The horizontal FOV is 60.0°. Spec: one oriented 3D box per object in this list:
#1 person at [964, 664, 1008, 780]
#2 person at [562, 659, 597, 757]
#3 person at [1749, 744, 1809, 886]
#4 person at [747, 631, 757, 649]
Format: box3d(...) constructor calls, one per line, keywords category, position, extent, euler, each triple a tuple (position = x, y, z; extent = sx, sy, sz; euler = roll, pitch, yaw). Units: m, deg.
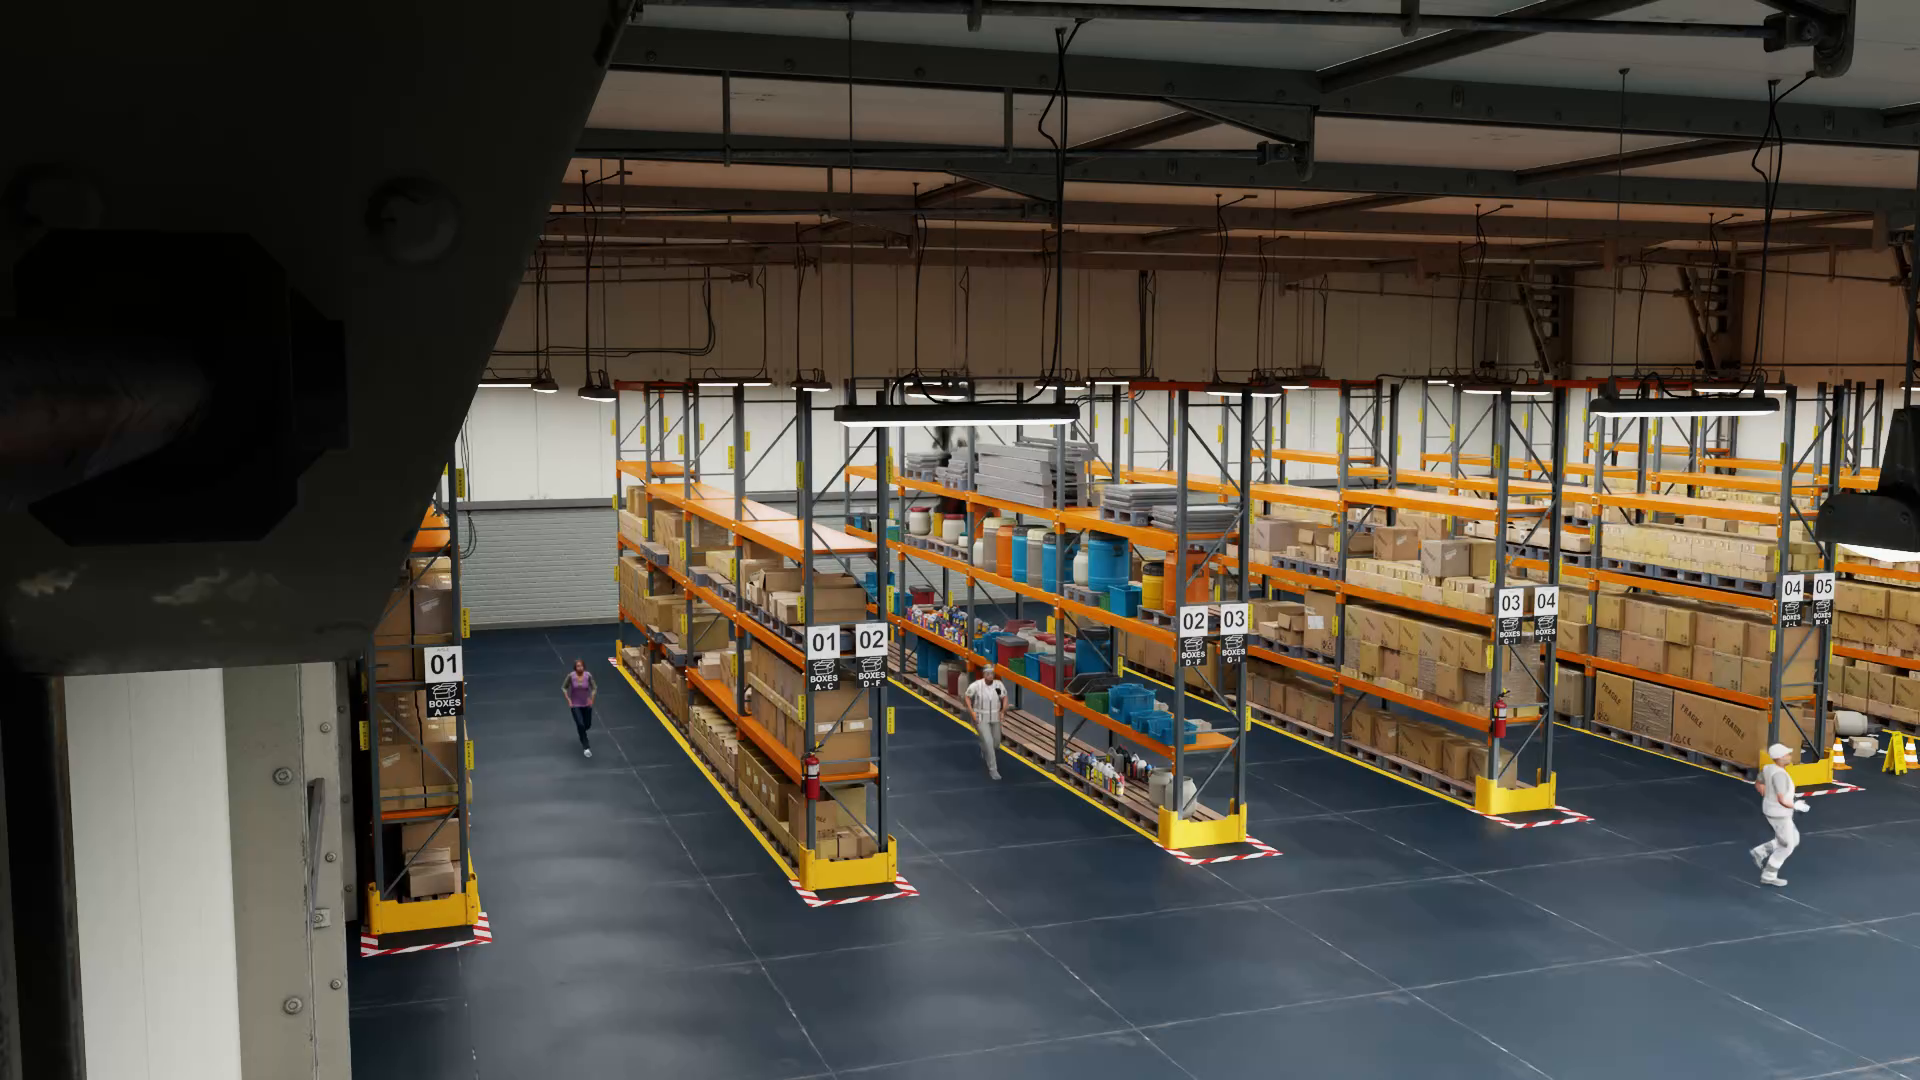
box3d(category="person", position=(0.423, 2.746, 25.689), extent=(0.688, 1.738, 0.786), euler=(-2, 6, -17))
box3d(category="person", position=(-6.202, 2.703, 27.118), extent=(0.559, 1.576, 0.695), euler=(-2, 6, -20))
box3d(category="person", position=(9.963, 3.334, 20.205), extent=(0.592, 1.742, 0.655), euler=(1, 6, 12))
box3d(category="person", position=(-4.347, 1.818, 34.516), extent=(0.715, 1.753, 0.661), euler=(-4, 7, -35))
